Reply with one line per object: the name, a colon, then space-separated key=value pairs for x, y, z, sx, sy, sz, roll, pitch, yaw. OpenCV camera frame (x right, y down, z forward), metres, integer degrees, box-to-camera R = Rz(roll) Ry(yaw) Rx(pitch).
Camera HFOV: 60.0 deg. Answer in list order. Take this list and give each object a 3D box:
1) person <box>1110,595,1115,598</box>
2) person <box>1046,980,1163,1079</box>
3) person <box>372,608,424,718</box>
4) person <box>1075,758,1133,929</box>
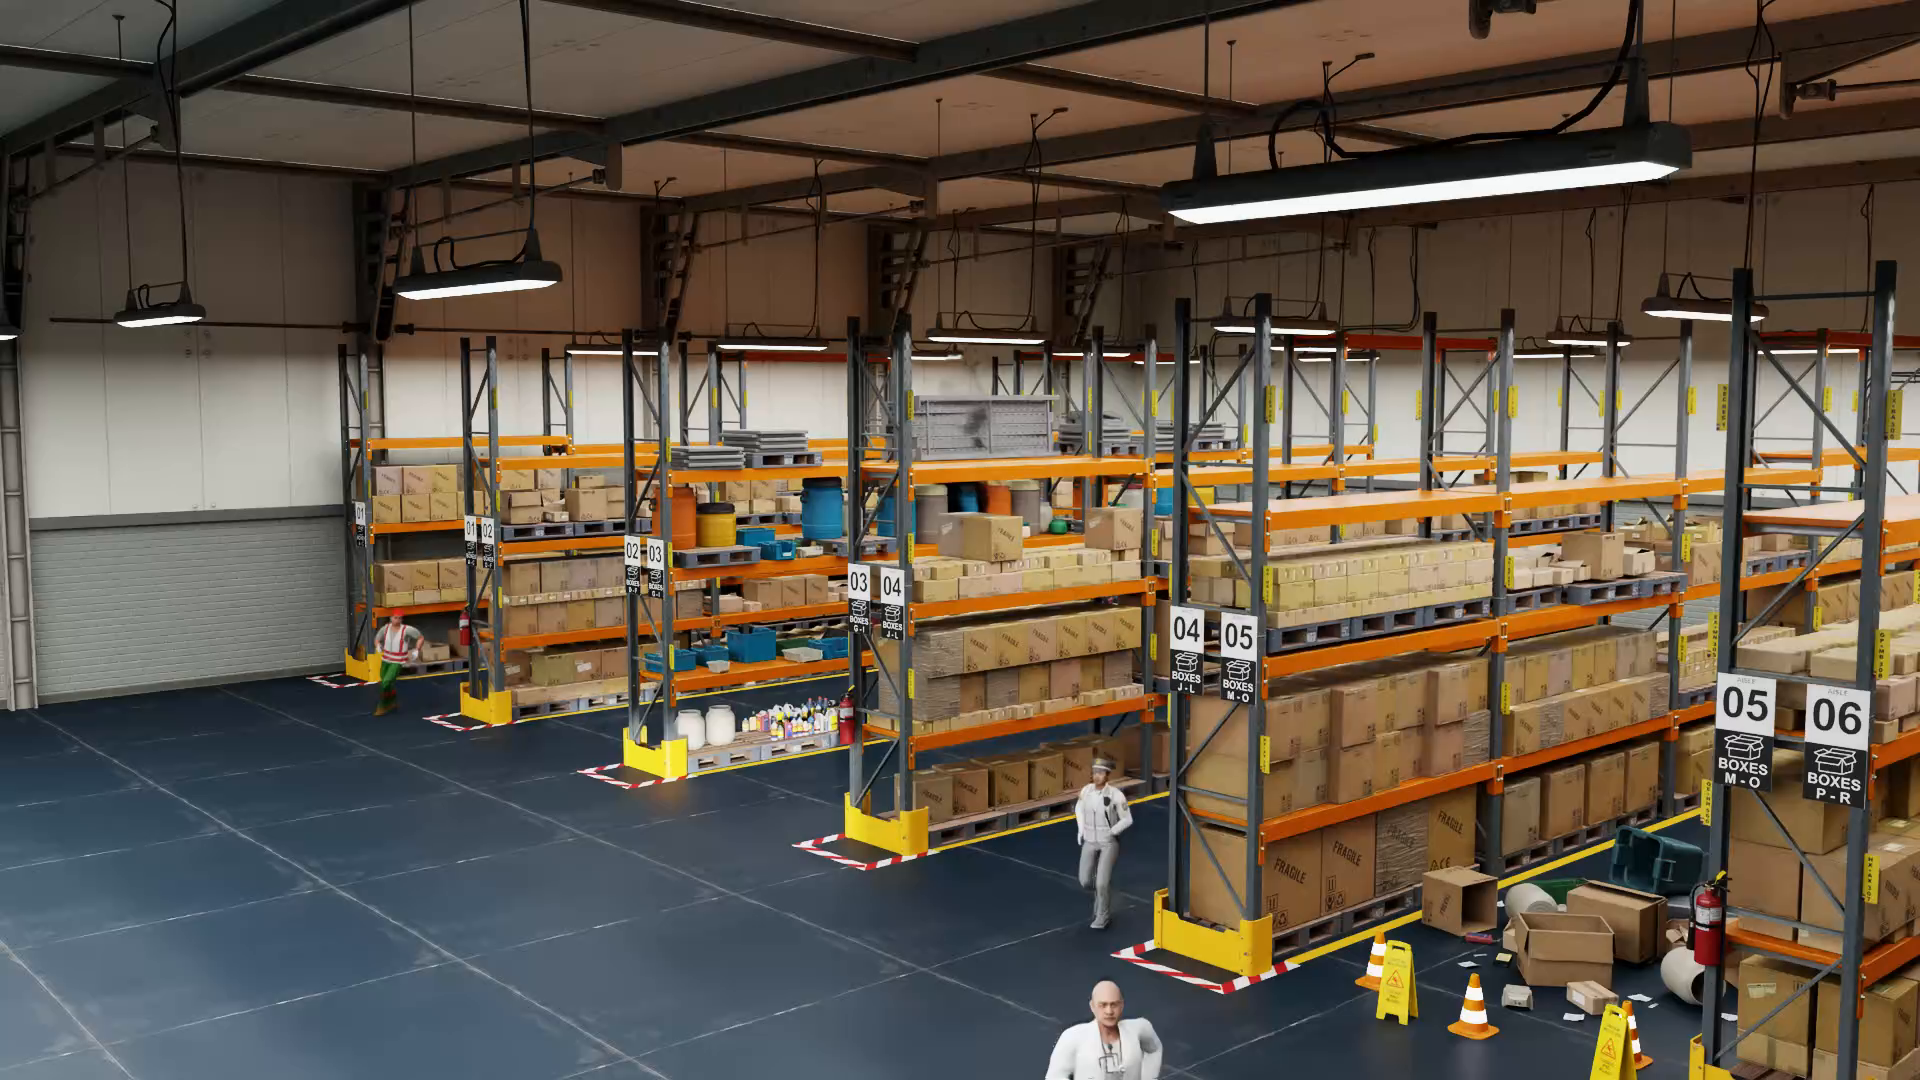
person: x=3.220 y=1.383 z=32.886 sx=0.665 sy=1.683 sz=0.753 roll=4 pitch=7 yaw=38
person: x=0.833 y=3.406 z=9.501 sx=0.701 sy=1.808 sz=0.986 roll=0 pitch=5 yaw=-1
person: x=-9.007 y=1.951 z=26.530 sx=0.782 sy=1.744 sz=0.754 roll=1 pitch=5 yaw=13
person: x=1.337 y=2.907 z=16.010 sx=0.634 sy=1.652 sz=0.543 roll=3 pitch=6 yaw=28
